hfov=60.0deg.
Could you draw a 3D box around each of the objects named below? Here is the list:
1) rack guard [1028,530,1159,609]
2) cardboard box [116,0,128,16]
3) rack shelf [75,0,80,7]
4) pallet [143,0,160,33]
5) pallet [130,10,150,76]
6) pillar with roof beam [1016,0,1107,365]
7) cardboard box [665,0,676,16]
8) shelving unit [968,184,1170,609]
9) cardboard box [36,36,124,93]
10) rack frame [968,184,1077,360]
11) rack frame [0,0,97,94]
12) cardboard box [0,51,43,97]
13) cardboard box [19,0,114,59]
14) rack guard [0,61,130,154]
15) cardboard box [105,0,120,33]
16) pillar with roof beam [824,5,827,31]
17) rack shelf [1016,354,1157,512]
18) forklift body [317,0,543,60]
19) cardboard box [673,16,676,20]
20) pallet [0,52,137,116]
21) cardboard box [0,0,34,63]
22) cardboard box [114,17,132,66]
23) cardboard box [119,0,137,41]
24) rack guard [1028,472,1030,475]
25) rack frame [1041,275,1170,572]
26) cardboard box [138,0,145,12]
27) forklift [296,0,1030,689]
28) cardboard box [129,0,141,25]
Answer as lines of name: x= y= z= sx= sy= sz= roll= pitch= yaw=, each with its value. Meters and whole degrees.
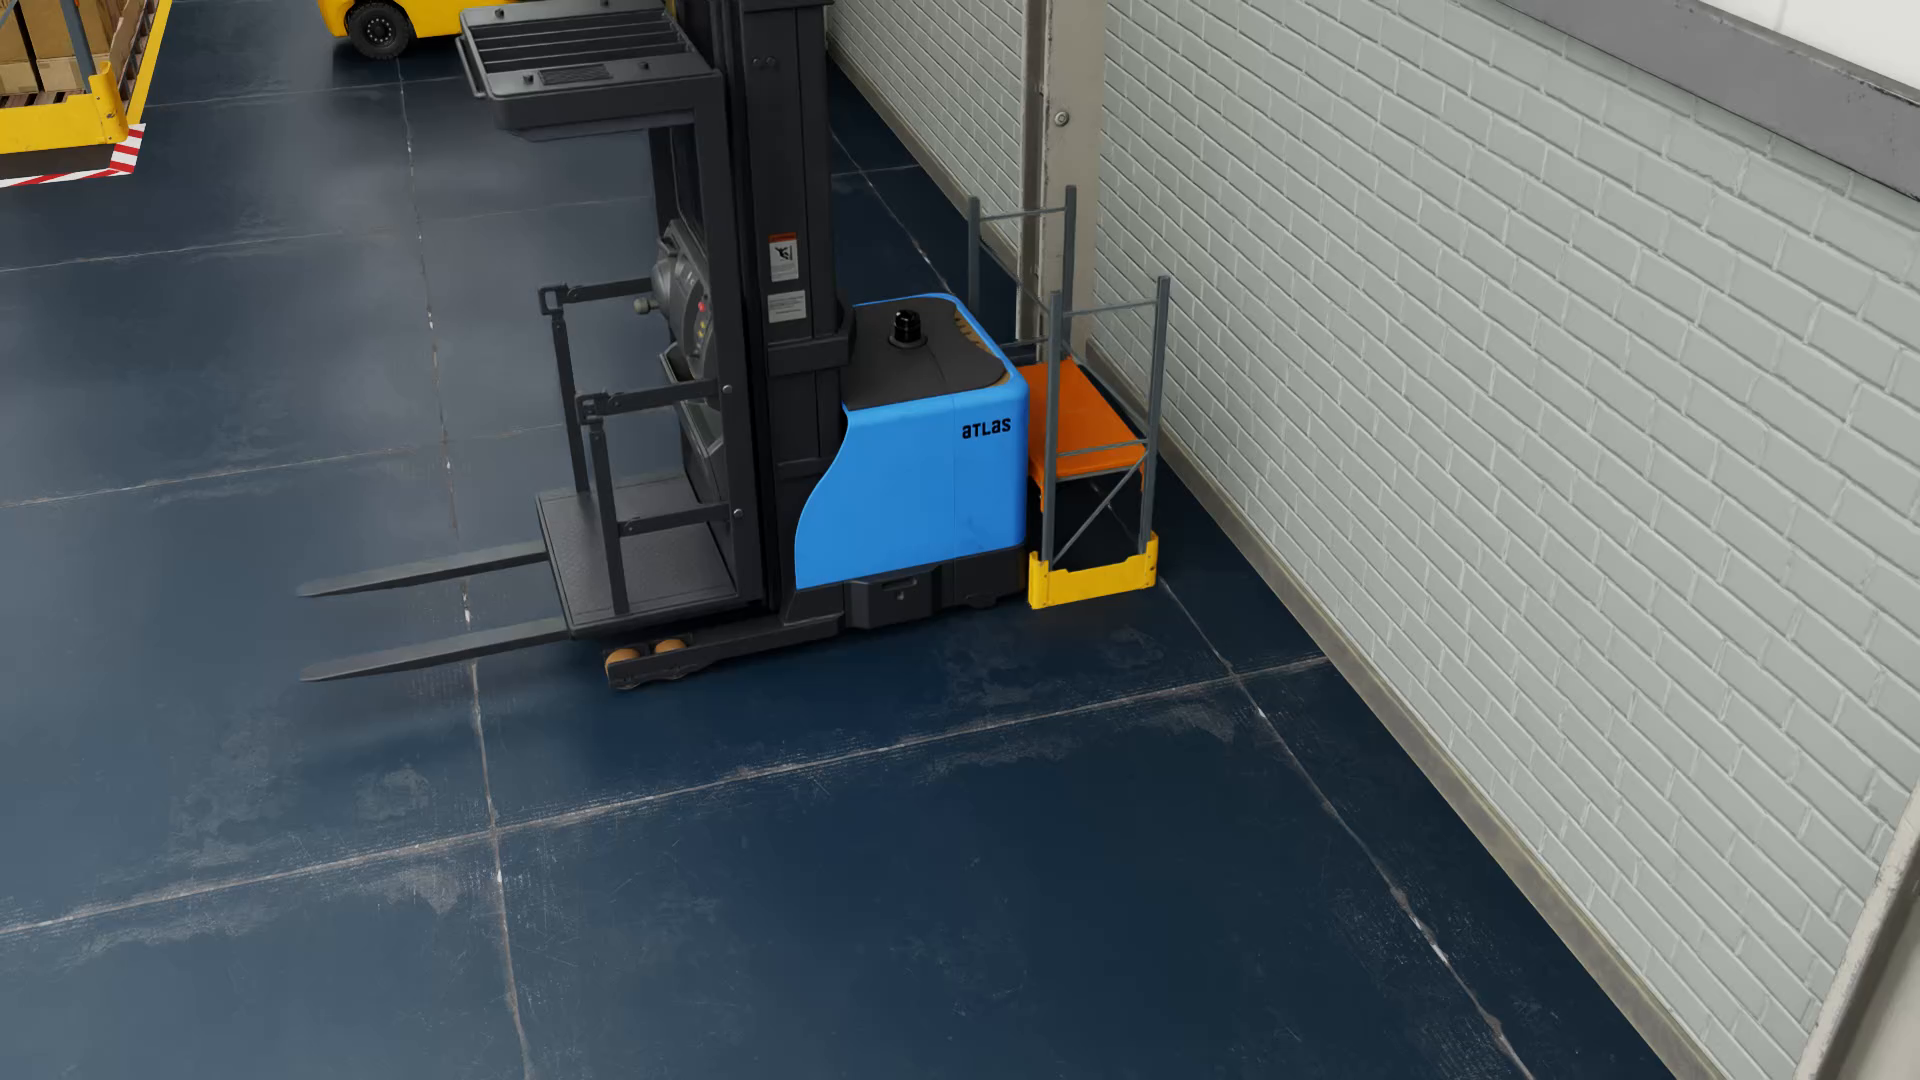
rack guard: x=0.588 y=0.129 z=7.328 sx=0.587 sy=0.250 sz=0.087 roll=-10 pitch=35 yaw=-15
cardboard box: x=-6.980 y=-4.472 z=13.230 sx=0.500 sy=0.500 sz=0.500 roll=-9 pitch=35 yaw=-14
rack shelf: x=-7.290 y=-4.860 z=13.037 sx=1.077 sy=0.370 sz=4.000 roll=-10 pitch=35 yaw=-15
pallet: x=-7.662 y=-4.700 z=14.672 sx=1.003 sy=0.211 sz=1.213 roll=-10 pitch=35 yaw=-15
pallet: x=-7.286 y=-4.059 z=13.700 sx=1.003 sy=0.211 sz=1.213 roll=-10 pitch=35 yaw=-15
pillar with roof beam: x=-3.578 y=-4.093 z=5.781 sx=9.100 sy=9.000 sz=0.400 roll=-10 pitch=35 yaw=-15
cardboard box: x=-2.401 y=-4.386 z=13.327 sx=0.500 sy=0.250 sz=0.500 roll=-10 pitch=35 yaw=-15
shelving unit: x=0.434 y=-0.653 z=7.378 sx=0.587 sy=1.500 sz=1.083 roll=-10 pitch=35 yaw=-15
cardboard box: x=-6.663 y=-3.608 z=12.603 sx=0.500 sy=0.250 sz=0.500 roll=-10 pitch=35 yaw=-15
rack frame: x=0.279 y=-0.915 z=7.774 sx=0.500 sy=1.500 sz=0.032 roll=-10 pitch=35 yaw=-15
rack frame: x=-6.680 y=-4.110 z=11.249 sx=1.000 sy=3.000 sz=0.127 roll=-10 pitch=35 yaw=-15
cardboard box: x=-7.190 y=-3.530 z=12.484 sx=0.500 sy=0.250 sz=0.500 roll=-10 pitch=35 yaw=-15
cardboard box: x=-6.671 y=-3.933 z=12.415 sx=0.500 sy=0.500 sz=0.500 roll=-11 pitch=35 yaw=-16
rack guard: x=-6.704 y=-3.107 z=11.999 sx=1.175 sy=0.500 sz=0.348 roll=-10 pitch=35 yaw=-15
cardboard box: x=-6.835 y=-4.207 z=12.829 sx=0.500 sy=0.500 sz=0.500 roll=-11 pitch=35 yaw=-17
pillar with roof beam: x=-5.408 y=-7.243 z=10.548 sx=9.100 sy=9.000 sz=0.400 roll=-10 pitch=35 yaw=-15
rack shelf: x=0.437 y=-0.498 z=7.470 sx=0.538 sy=0.185 sz=1.000 roll=-10 pitch=35 yaw=-15
forklift body: x=-4.270 y=-5.281 z=13.792 sx=2.313 sy=2.155 sz=1.214 roll=-10 pitch=35 yaw=-15
cardboard box: x=-2.399 y=-4.168 z=13.451 sx=0.500 sy=0.250 sz=0.500 roll=-10 pitch=35 yaw=-14
pallet: x=-6.918 y=-3.419 z=12.733 sx=1.003 sy=0.211 sz=1.213 roll=-10 pitch=35 yaw=-15
cardboard box: x=-7.173 y=-3.828 z=12.255 sx=0.500 sy=0.500 sz=0.500 roll=-10 pitch=35 yaw=-14
cardboard box: x=-6.812 y=-3.877 z=13.010 sx=0.500 sy=0.250 sz=0.500 roll=-9 pitch=34 yaw=-13
cardboard box: x=-6.990 y=-4.162 z=13.441 sx=0.500 sy=0.250 sz=0.500 roll=-8 pitch=34 yaw=-12
rack guard: x=0.280 y=-0.393 z=8.118 sx=0.587 sy=0.250 sz=0.087 roll=-10 pitch=35 yaw=-15
rack frame: x=0.594 y=-0.382 z=6.968 sx=0.500 sy=1.500 sz=0.032 roll=-10 pitch=35 yaw=-15
cardboard box: x=-7.292 y=-4.695 z=14.248 sx=0.500 sy=0.250 sz=0.500 roll=-11 pitch=35 yaw=-16
forklift: x=-1.272 y=-0.939 z=6.513 sx=3.031 sy=2.935 sz=1.130 roll=-11 pitch=35 yaw=-16
cardboard box: x=-7.142 y=-4.427 z=13.843 sx=0.500 sy=0.250 sz=0.500 roll=-9 pitch=35 yaw=-14
